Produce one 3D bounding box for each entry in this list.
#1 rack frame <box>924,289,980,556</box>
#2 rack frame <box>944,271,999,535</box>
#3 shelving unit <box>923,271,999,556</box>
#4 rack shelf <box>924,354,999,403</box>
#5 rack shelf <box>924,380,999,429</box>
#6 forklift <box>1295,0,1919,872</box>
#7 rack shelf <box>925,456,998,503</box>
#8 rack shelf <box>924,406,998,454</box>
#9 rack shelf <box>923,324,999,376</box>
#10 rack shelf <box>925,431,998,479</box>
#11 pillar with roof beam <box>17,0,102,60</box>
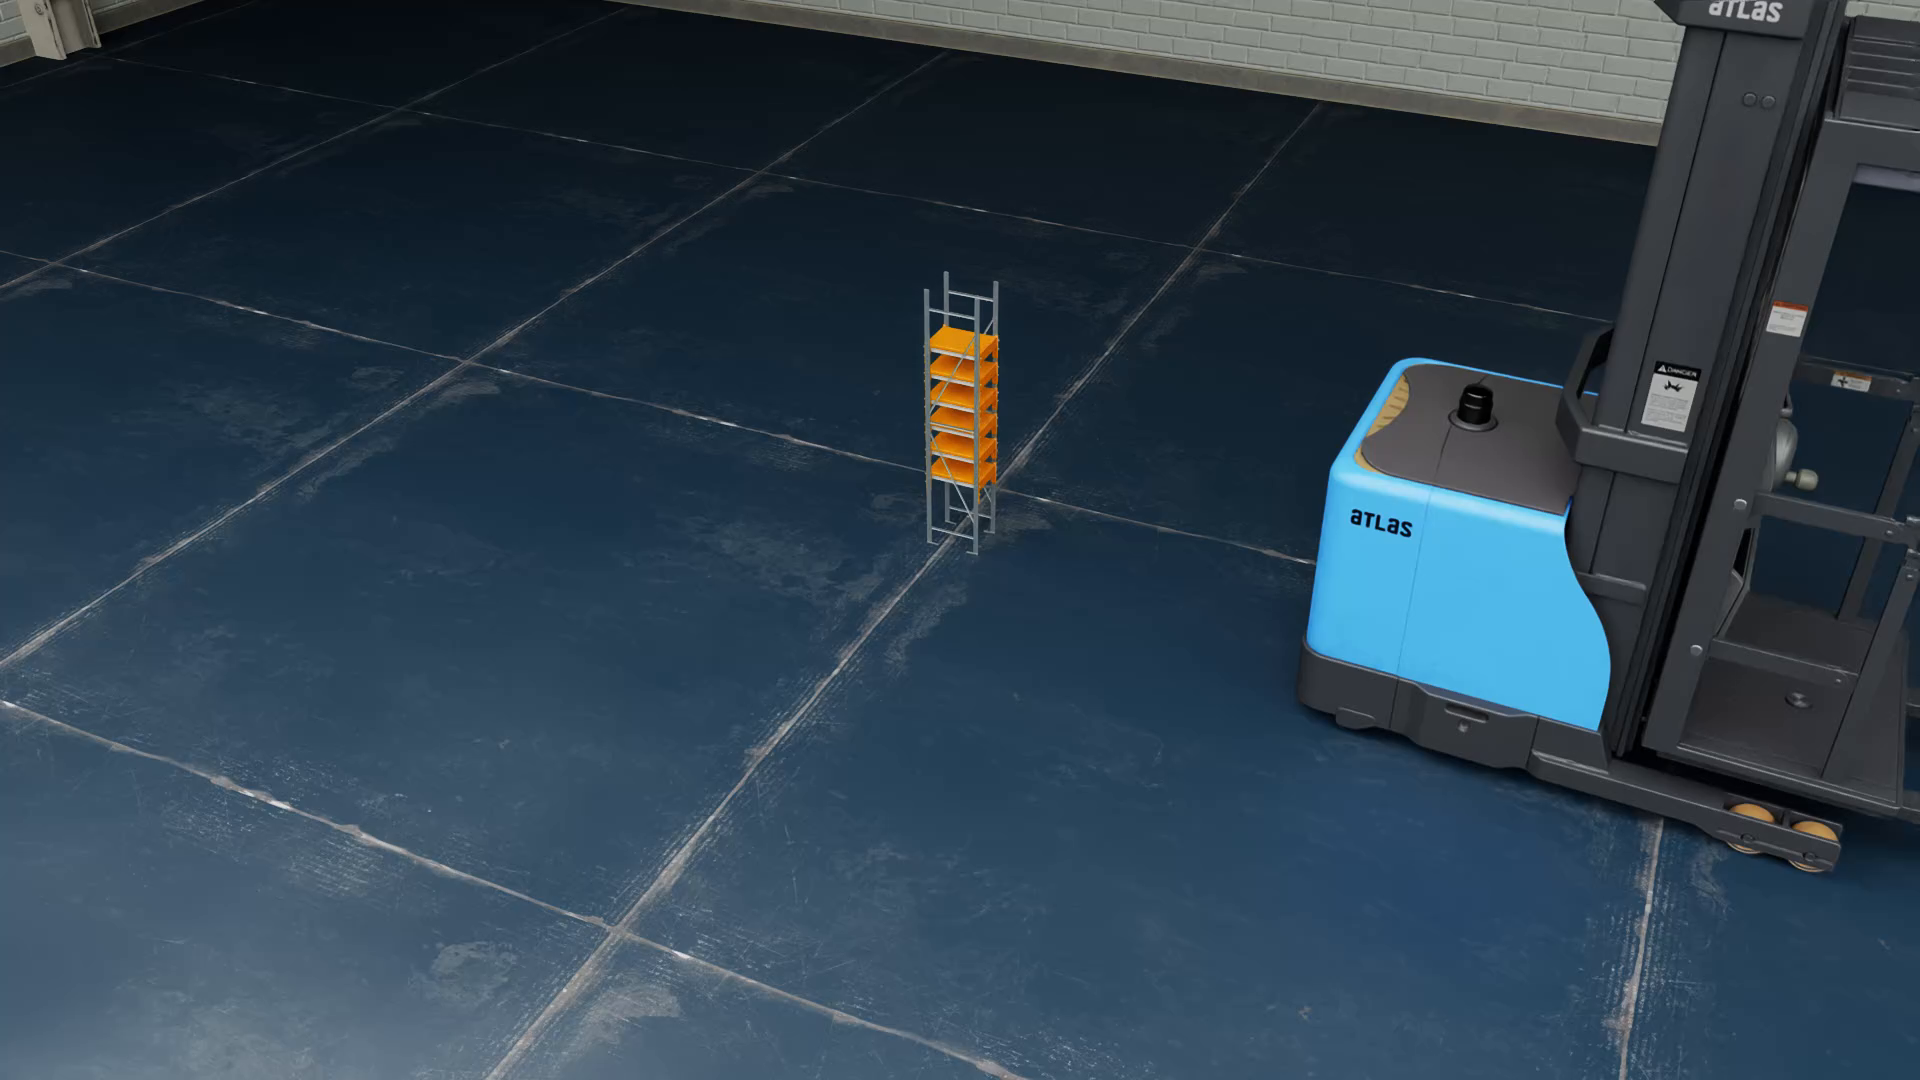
[{"bbox_3d":[-0.032,-0.463,6.862,0.240,1.200,0.006,14,36,20],"label":"rack frame"},{"bbox_3d":[0.044,-0.555,7.001,0.240,1.200,0.006,14,36,20],"label":"rack frame"},{"bbox_3d":[0.006,-0.509,6.932,0.258,1.200,0.189,14,36,20],"label":"shelving unit"},{"bbox_3d":[0.006,-0.673,6.825,0.258,0.103,0.180,14,36,20],"label":"rack shelf"},{"bbox_3d":[0.006,-0.572,6.891,0.258,0.103,0.180,14,36,20],"label":"rack shelf"},{"bbox_3d":[2.812,-0.451,5.265,3.031,2.935,1.130,15,36,22],"label":"forklift"},{"bbox_3d":[0.006,-0.271,7.088,0.258,0.103,0.180,14,36,20],"label":"rack shelf"},{"bbox_3d":[0.006,-0.472,6.956,0.258,0.103,0.180,14,36,20],"label":"rack shelf"},{"bbox_3d":[0.006,-0.773,6.759,0.258,0.103,0.180,14,36,20],"label":"rack shelf"},{"bbox_3d":[0.006,-0.371,7.022,0.258,0.103,0.180,14,36,20],"label":"rack shelf"},{"bbox_3d":[-3.146,-6.647,9.181,9.100,9.000,0.400,14,36,20],"label":"pillar with roof beam"}]
